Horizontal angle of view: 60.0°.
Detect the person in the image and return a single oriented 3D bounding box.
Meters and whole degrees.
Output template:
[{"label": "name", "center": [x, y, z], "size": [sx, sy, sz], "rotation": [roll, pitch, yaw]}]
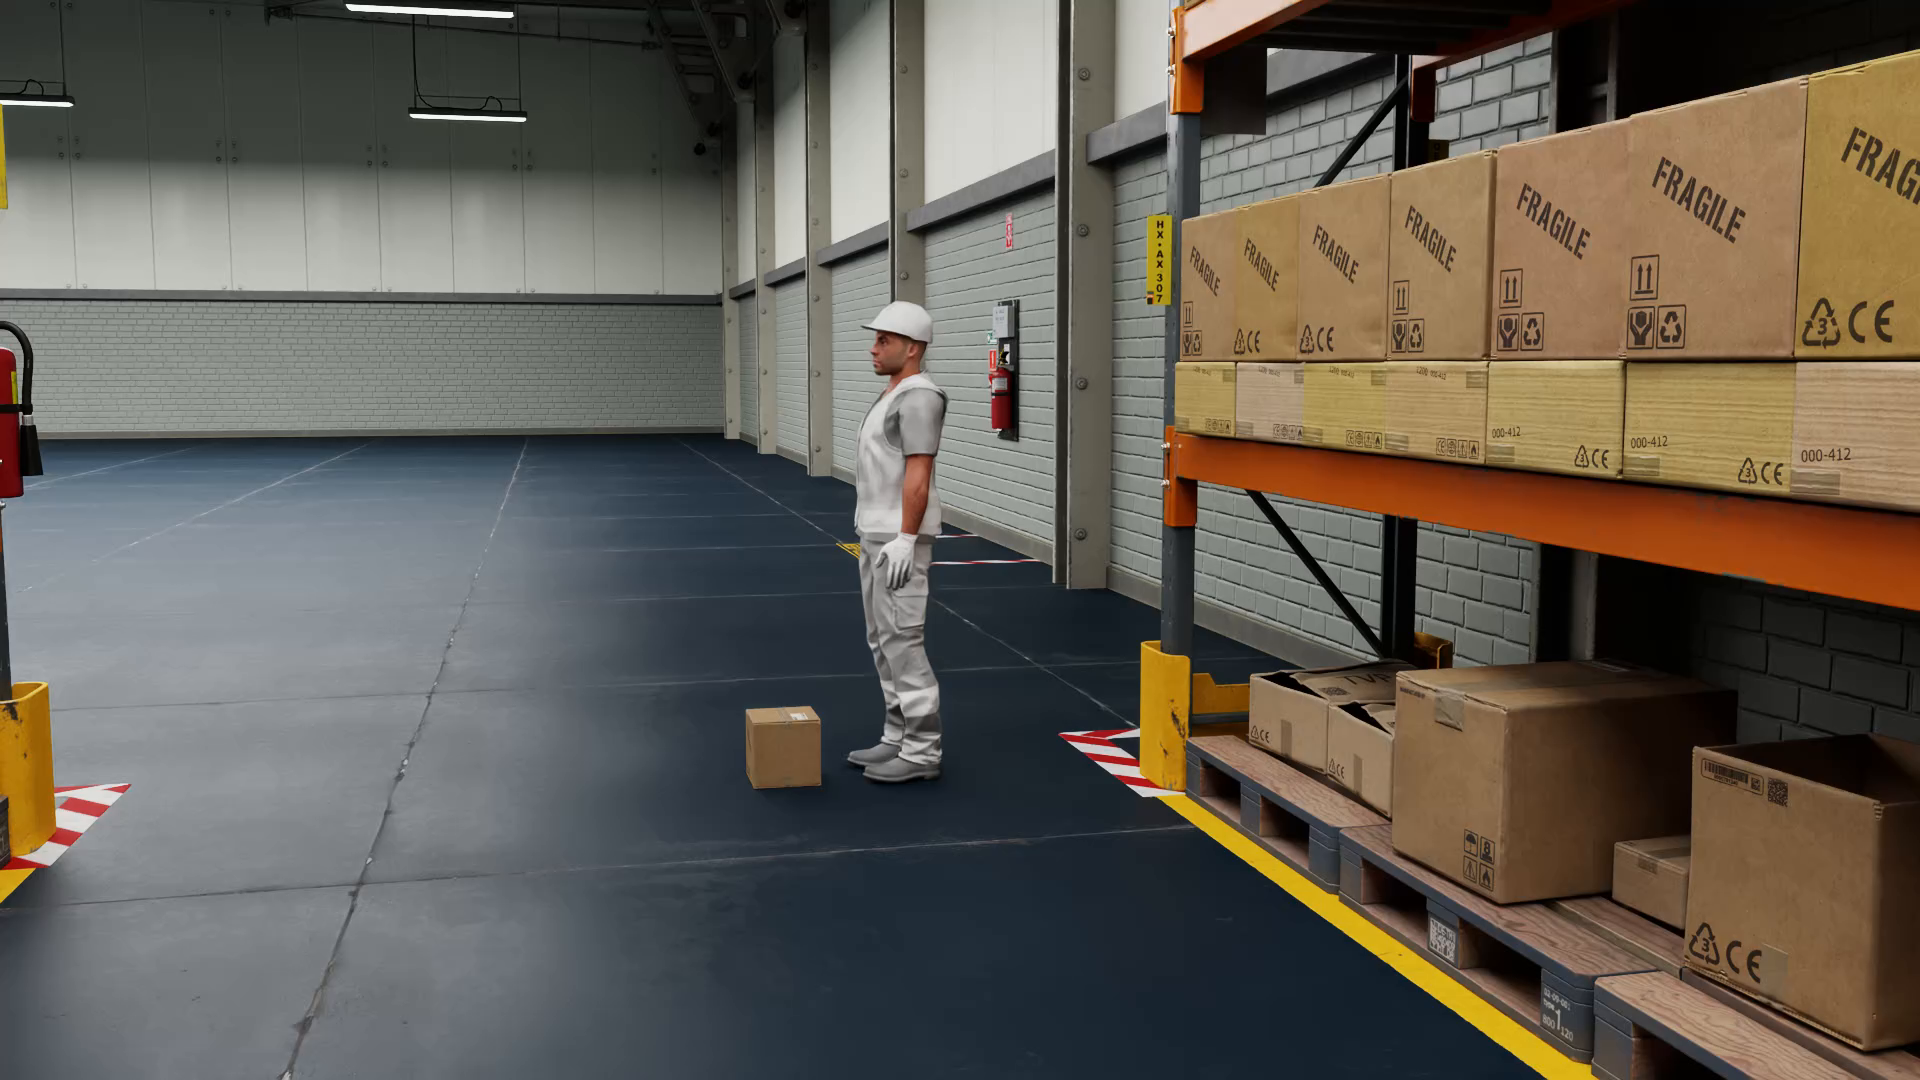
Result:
[{"label": "person", "center": [-0.236, 0.002, 6.257], "size": [0.341, 1.787, 0.523], "rotation": [-2, 6, -14]}]
